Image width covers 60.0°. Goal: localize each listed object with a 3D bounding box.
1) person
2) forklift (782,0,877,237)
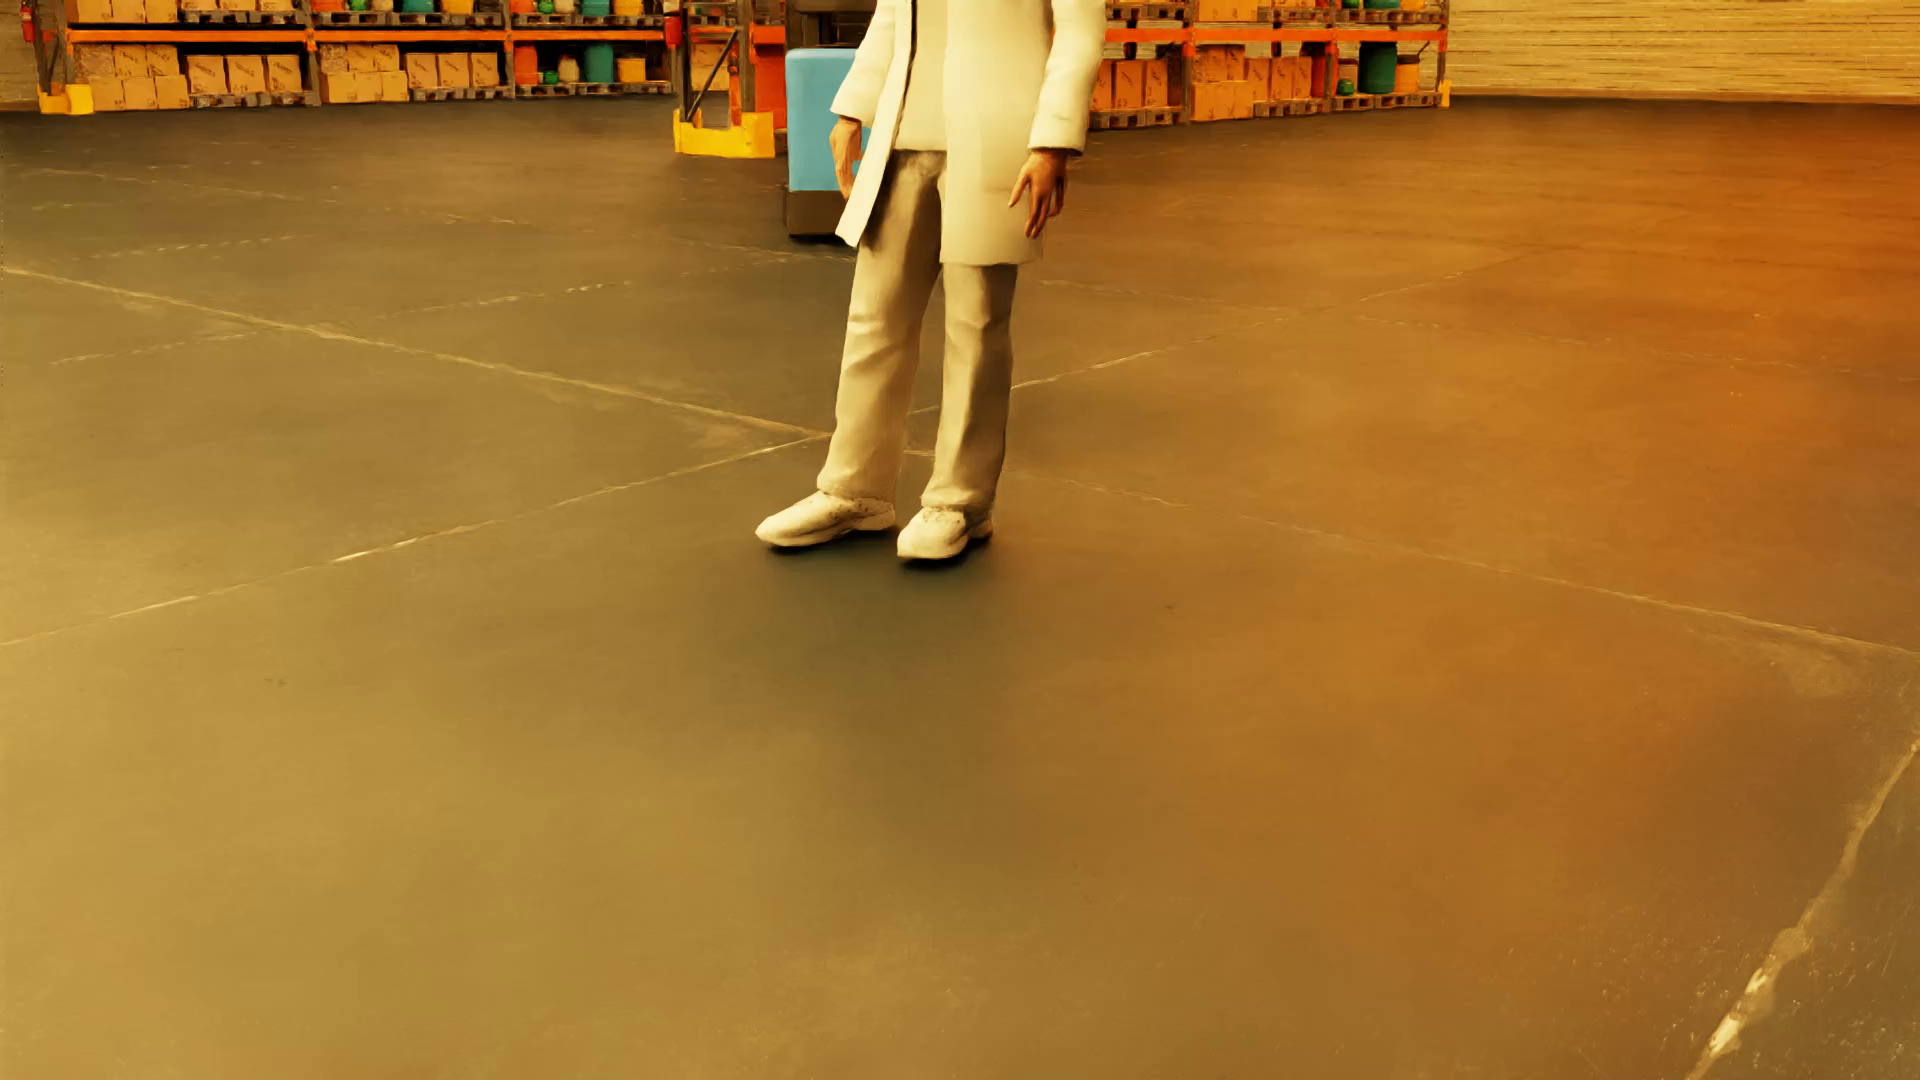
[{"bbox_3d":[-0.062,-0.838,3.617,0.694,1.776,0.579,13,21,37],"label":"person"},{"bbox_3d":[-0.555,-3.513,10.467,1.130,2.935,3.031,-1,17,-4],"label":"forklift"}]
